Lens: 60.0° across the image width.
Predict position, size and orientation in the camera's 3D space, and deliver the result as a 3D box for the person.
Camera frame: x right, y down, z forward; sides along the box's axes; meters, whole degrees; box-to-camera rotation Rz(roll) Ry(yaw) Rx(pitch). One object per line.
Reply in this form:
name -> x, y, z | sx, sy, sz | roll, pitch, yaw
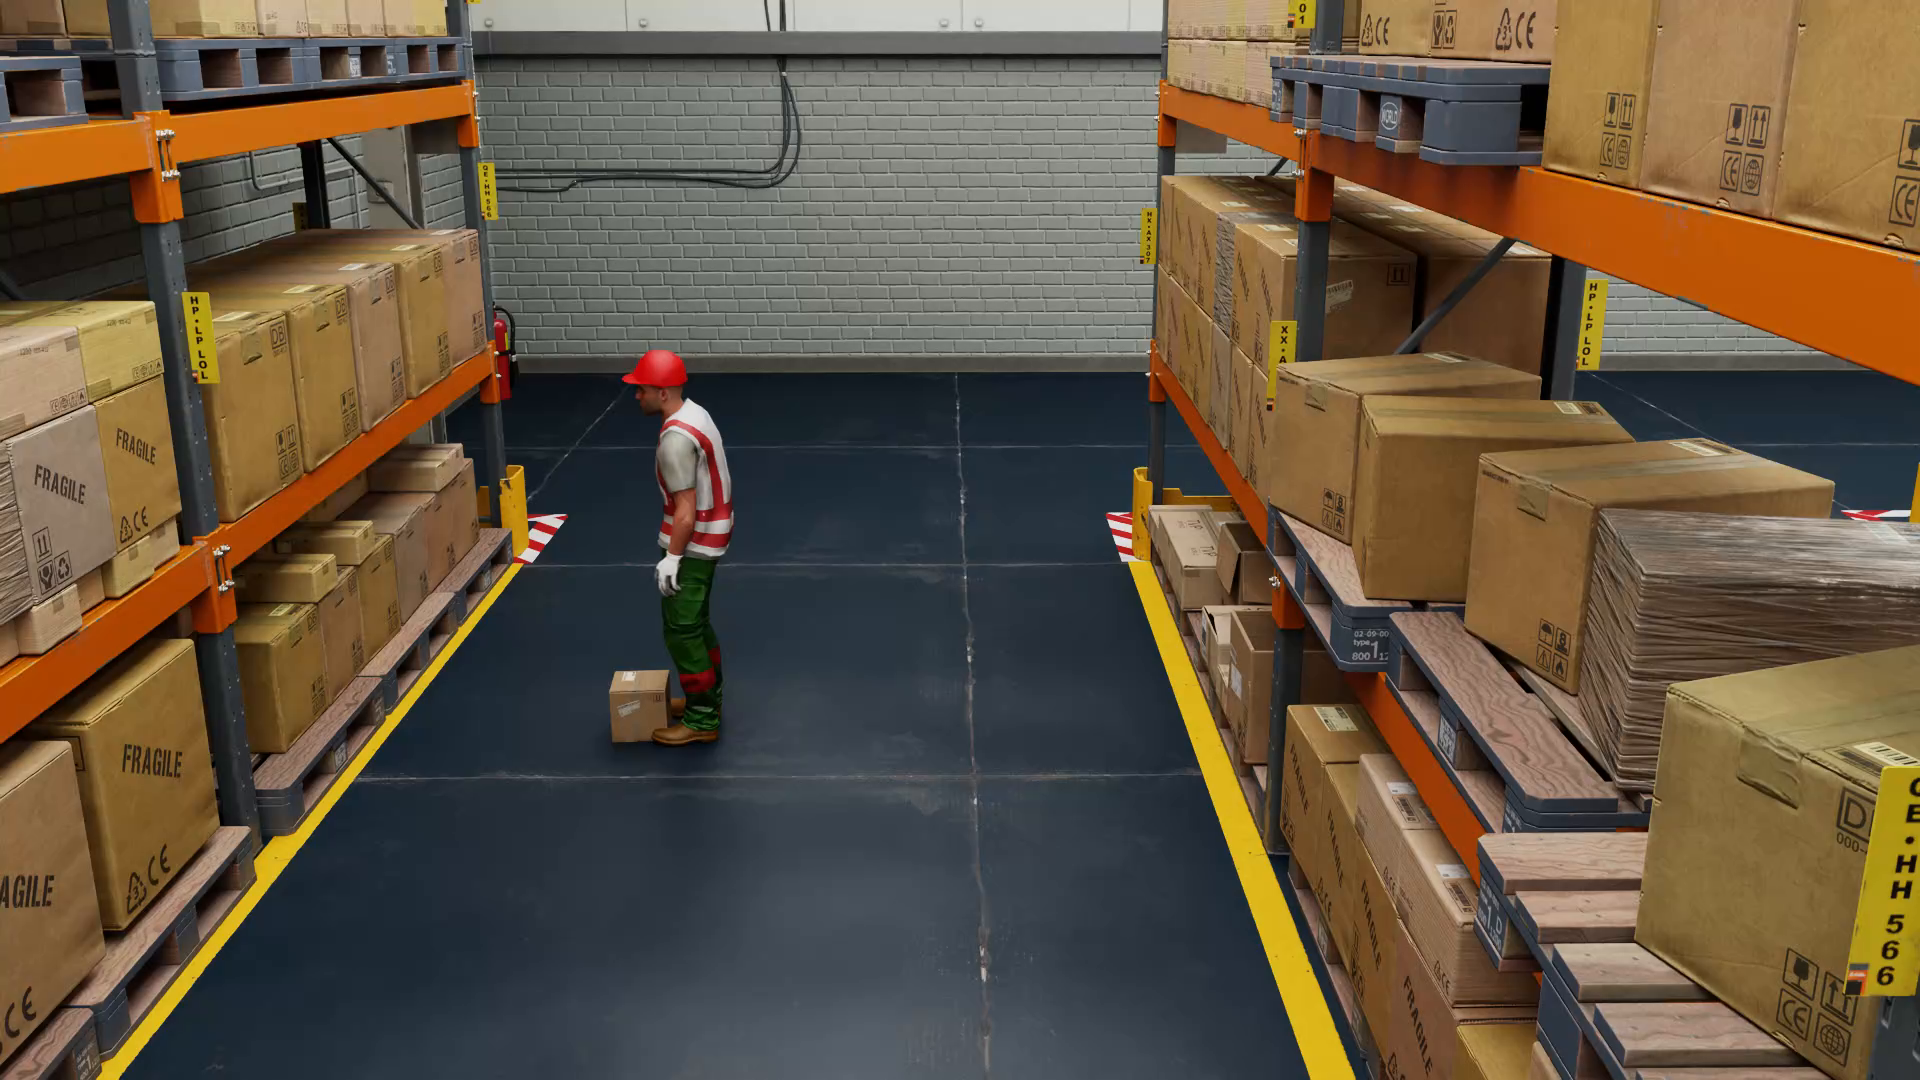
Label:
person -> -1.234, 0.029, 7.422 | 0.450, 1.779, 0.608 | 0, 17, 0
